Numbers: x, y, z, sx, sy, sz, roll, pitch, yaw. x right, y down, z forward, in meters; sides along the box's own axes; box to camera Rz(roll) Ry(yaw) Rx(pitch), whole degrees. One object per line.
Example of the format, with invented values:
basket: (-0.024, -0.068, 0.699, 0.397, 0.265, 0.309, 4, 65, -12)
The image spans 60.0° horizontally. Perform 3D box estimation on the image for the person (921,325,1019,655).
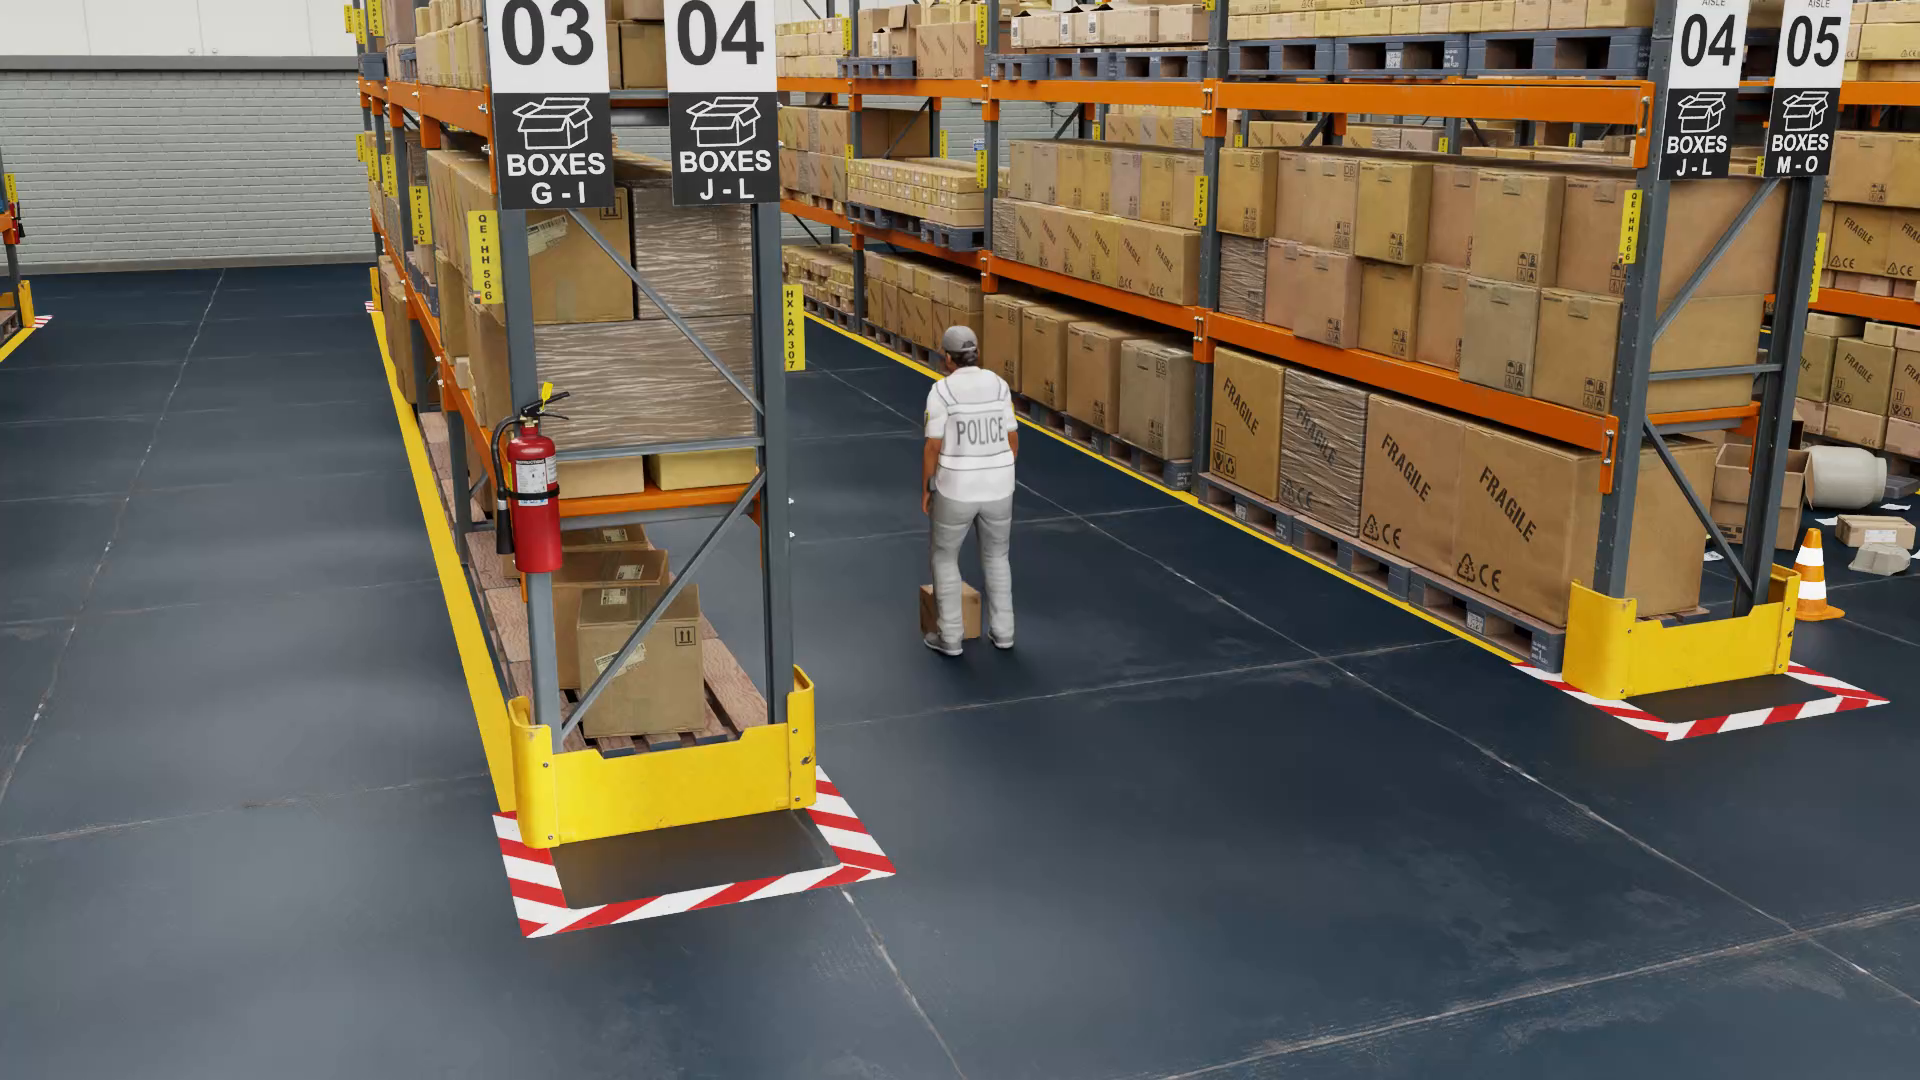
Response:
person: (0.048, -0.249, 8.397, 0.538, 1.666, 0.461, -7, 17, -22)
